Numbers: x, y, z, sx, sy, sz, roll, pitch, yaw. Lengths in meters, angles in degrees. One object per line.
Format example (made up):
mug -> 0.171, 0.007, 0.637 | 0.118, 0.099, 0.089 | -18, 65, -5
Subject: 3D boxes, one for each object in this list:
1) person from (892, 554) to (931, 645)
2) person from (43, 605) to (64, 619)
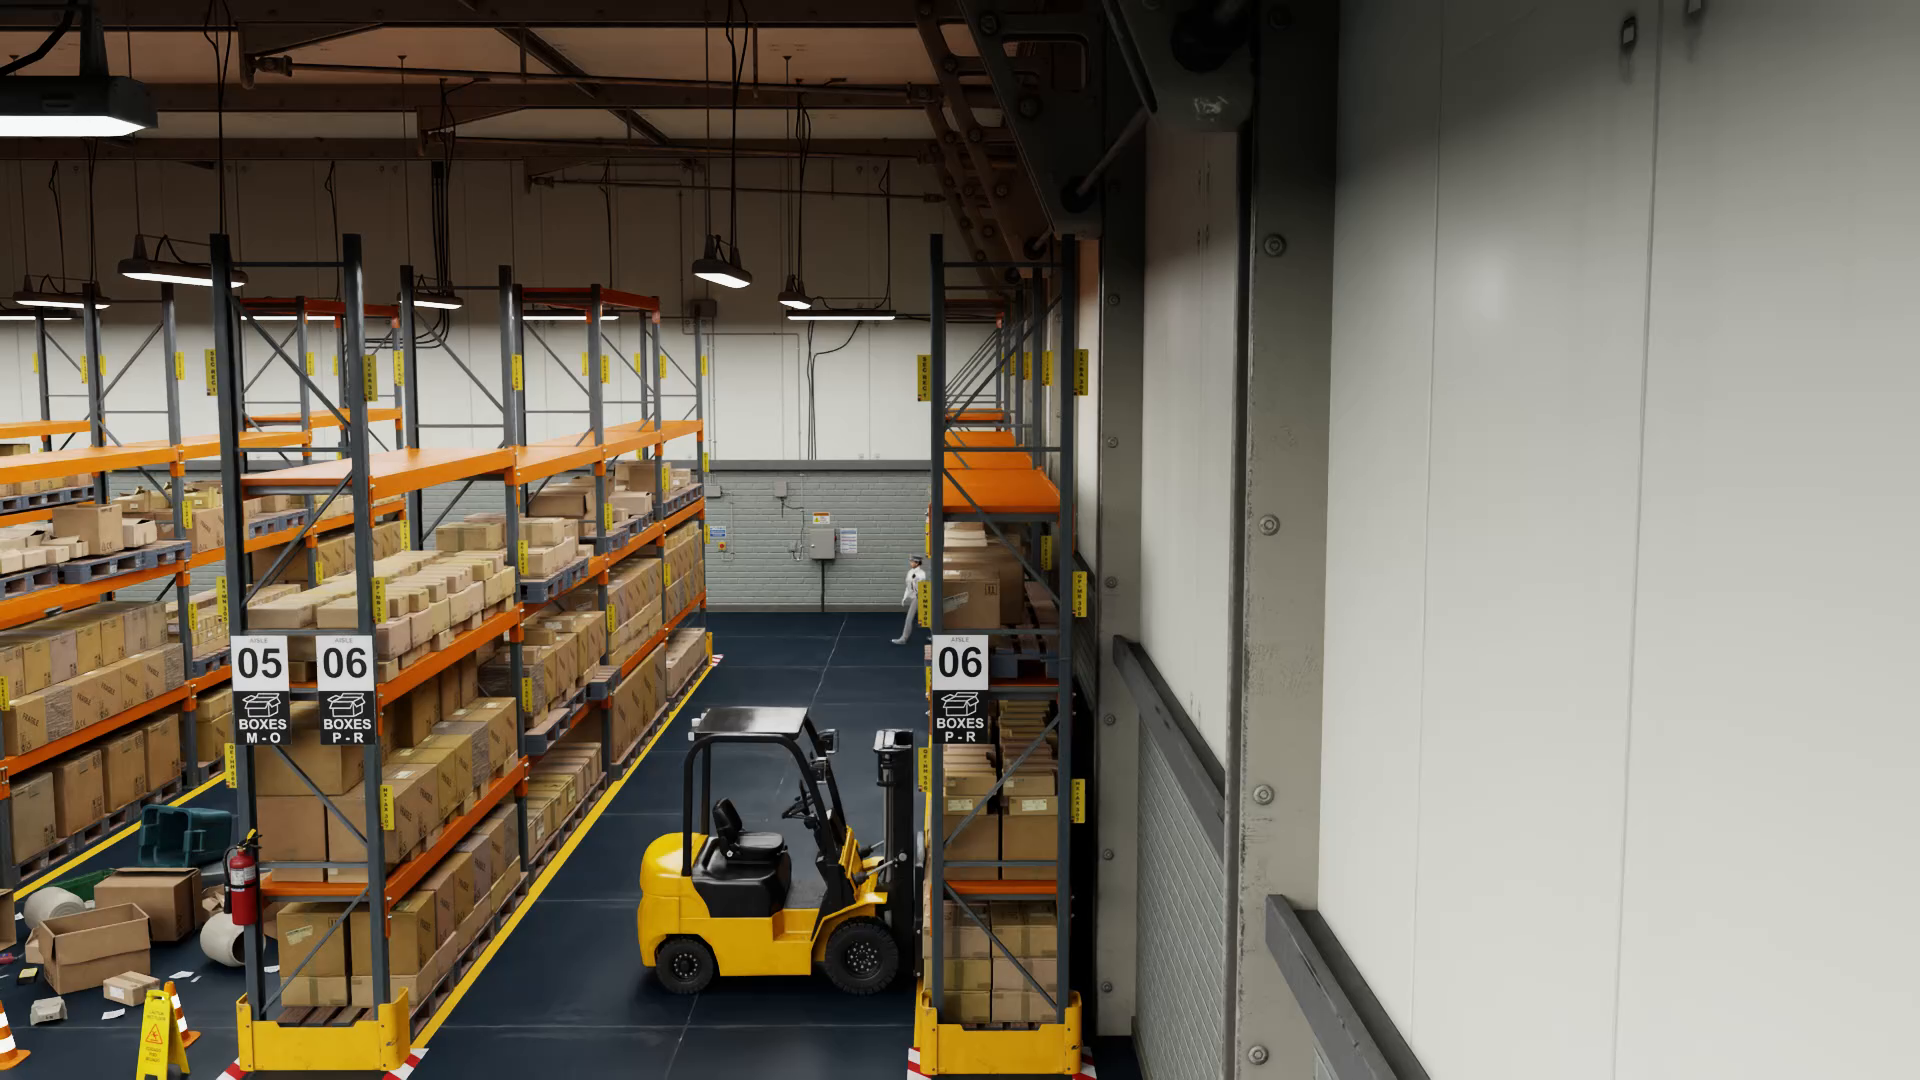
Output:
person -> -0.781, 1.054, 29.862 | 0.992, 1.642, 0.509 | -3, 7, -22
person -> -12.710, 1.746, 23.350 | 0.511, 1.661, 0.462 | 3, 7, 24
